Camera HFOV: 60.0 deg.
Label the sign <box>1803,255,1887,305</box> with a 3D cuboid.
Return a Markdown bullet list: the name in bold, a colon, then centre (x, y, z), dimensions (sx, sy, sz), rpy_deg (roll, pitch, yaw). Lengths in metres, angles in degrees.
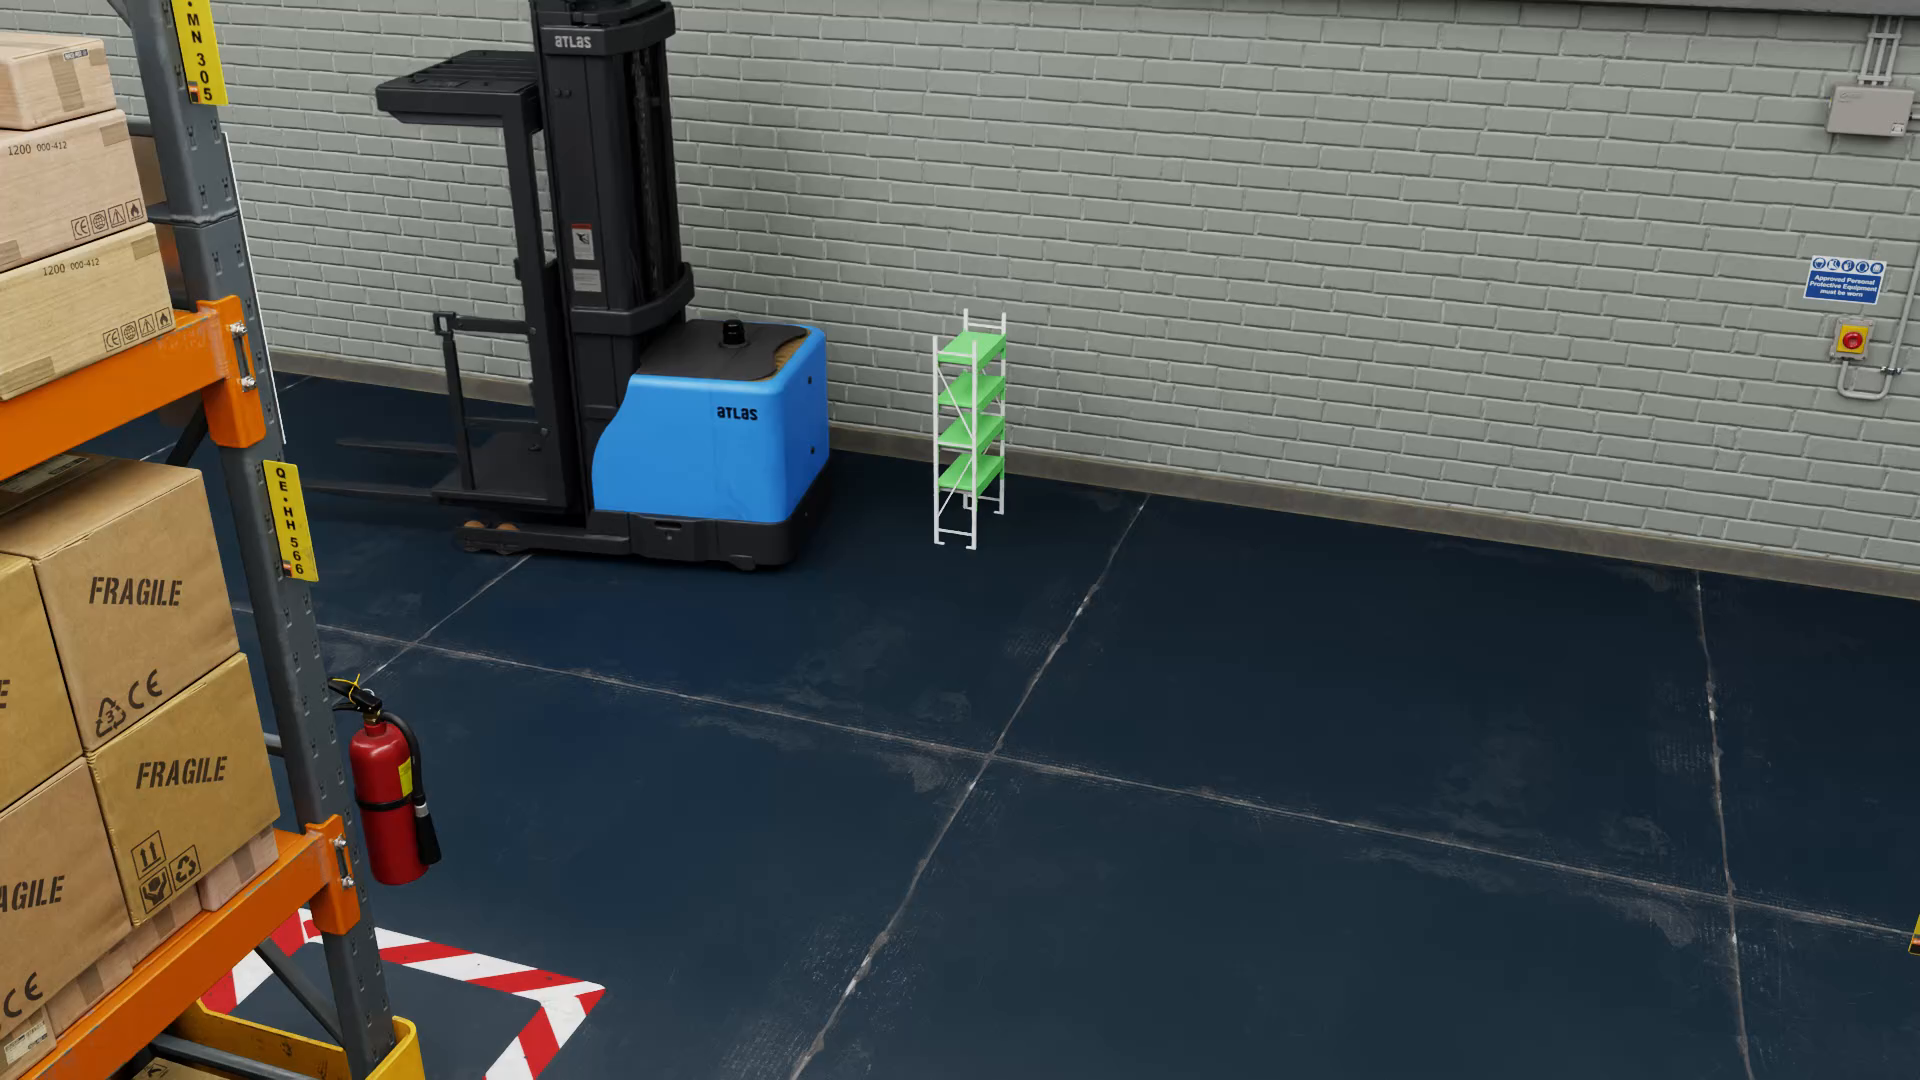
- **sign**: centre (4.320, -1.269, 8.120), dimensions (0.327, 0.218, 0.001), rpy_deg (9, 27, 17)

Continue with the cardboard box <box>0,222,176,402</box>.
- **cardboard box**: centre (-2.113, -0.529, 3.630), dimensions (0.500, 0.250, 0.500), rpy_deg (8, 27, 16)

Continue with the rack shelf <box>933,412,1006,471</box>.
- **rack shelf**: centre (0.055, -0.551, 9.157), dimensions (0.258, 0.148, 0.480), rpy_deg (9, 27, 17)

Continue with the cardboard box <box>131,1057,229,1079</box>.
- **cardboard box**: centre (-2.148, 1.609, 4.591), dimensions (0.380, 0.149, 0.250), rpy_deg (9, 27, 18)

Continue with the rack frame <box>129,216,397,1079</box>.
- **rack frame**: centre (-2.211, 0.529, 4.716), dimensions (1.000, 3.000, 0.127), rpy_deg (9, 27, 17)

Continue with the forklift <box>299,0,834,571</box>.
- **forklift**: centre (-2.301, -1.459, 8.899), dimensions (3.031, 2.935, 1.130), rpy_deg (5, 26, 10)

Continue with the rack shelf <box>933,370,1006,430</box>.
- **rack shelf**: centre (0.055, -0.767, 9.052), dimensions (0.258, 0.148, 0.480), rpy_deg (9, 27, 17)

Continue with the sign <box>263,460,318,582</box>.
- **sign**: centre (-1.694, -0.046, 4.212), dimensions (0.100, 0.325, 0.005), rpy_deg (9, 27, 17)

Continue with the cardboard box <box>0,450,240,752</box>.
- **cardboard box**: centre (-2.129, 0.124, 3.949), dimensions (0.500, 0.500, 0.500), rpy_deg (8, 27, 16)

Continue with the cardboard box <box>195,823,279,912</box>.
- **cardboard box**: centre (-2.053, 0.817, 4.410), dimensions (0.380, 0.149, 0.250), rpy_deg (9, 27, 18)

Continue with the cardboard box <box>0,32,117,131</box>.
- **cardboard box**: centre (-2.045, -0.979, 3.529), dimensions (0.380, 0.149, 0.250), rpy_deg (9, 27, 17)

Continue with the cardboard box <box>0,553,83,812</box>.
- **cardboard box**: centre (-2.297, 0.332, 3.519), dimensions (0.500, 0.500, 0.500), rpy_deg (8, 27, 16)

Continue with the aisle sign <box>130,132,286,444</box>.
- **aisle sign**: centre (-1.904, -0.628, 4.122), dimensions (0.394, 0.787, 0.004), rpy_deg (9, 27, 17)

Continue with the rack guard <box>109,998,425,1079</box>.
- **rack guard**: centre (-2.236, 1.685, 5.196), dimensions (1.175, 0.500, 0.348), rpy_deg (9, 27, 17)

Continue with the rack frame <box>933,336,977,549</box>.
- **rack frame**: centre (-0.026, -0.508, 8.922), dimensions (0.240, 1.200, 0.015), rpy_deg (9, 27, 17)

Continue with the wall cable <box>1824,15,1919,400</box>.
- **wall cable**: centre (4.345, -1.587, 7.884), dimensions (0.585, 1.953, 0.123), rpy_deg (9, 27, 17)

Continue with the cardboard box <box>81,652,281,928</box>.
- **cardboard box**: centre (-2.118, 0.572, 4.171), dimensions (0.500, 0.500, 0.500), rpy_deg (9, 27, 18)

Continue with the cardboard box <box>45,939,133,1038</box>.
- **cardboard box**: centre (-2.240, 1.019, 3.992), dimensions (0.380, 0.149, 0.250), rpy_deg (8, 27, 17)

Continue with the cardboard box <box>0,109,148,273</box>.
- **cardboard box**: centre (-2.124, -0.753, 3.519), dimensions (0.500, 0.250, 0.500), rpy_deg (8, 27, 16)

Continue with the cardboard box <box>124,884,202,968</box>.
- **cardboard box**: centre (-2.171, 0.913, 4.210), dimensions (0.380, 0.149, 0.250), rpy_deg (9, 27, 17)

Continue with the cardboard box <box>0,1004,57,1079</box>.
- **cardboard box**: centre (-2.303, 1.127, 3.769), dimensions (0.380, 0.149, 0.250), rpy_deg (9, 27, 19)

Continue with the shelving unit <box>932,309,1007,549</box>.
- **shelving unit**: centre (0.055, -0.608, 9.129), dimensions (0.258, 1.200, 0.503), rpy_deg (9, 27, 17)

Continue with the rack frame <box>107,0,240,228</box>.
- **rack frame**: centre (-2.211, -2.172, 3.409), dimensions (1.000, 3.000, 0.127), rpy_deg (9, 27, 17)

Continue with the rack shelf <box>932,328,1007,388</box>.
- **rack shelf**: centre (0.055, -0.983, 8.948), dimensions (0.258, 0.148, 0.480), rpy_deg (9, 27, 17)

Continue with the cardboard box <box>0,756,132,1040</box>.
- **cardboard box**: centre (-2.294, 0.783, 3.736), dimensions (0.500, 0.500, 0.500), rpy_deg (8, 27, 17)

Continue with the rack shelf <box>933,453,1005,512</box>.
- **rack shelf**: centre (0.055, -0.335, 9.261), dimensions (0.258, 0.148, 0.480), rpy_deg (9, 27, 17)

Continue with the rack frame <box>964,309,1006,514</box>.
- **rack frame**: centre (0.136, -0.708, 9.336), dimensions (0.240, 1.200, 0.015), rpy_deg (9, 27, 17)

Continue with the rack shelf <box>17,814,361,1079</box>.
- **rack shelf**: centre (-2.877, 1.674, 3.175), dimensions (1.077, 0.370, 4.000), rpy_deg (9, 27, 17)

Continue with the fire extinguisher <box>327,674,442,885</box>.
- **fire extinguisher**: centre (-1.692, 0.695, 4.890), dimensions (0.296, 0.674, 0.183), rpy_deg (9, 27, 17)

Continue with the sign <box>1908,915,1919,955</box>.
- **sign**: centre (1.969, 0.697, 3.285), dimensions (0.100, 0.325, 0.005), rpy_deg (9, 27, 17)

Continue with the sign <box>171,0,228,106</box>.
- **sign**: centre (-1.694, -1.131, 3.686), dimensions (0.100, 0.325, 0.005), rpy_deg (9, 27, 17)

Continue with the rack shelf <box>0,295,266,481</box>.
- **rack shelf**: centre (-2.877, 0.324, 2.522), dimensions (1.077, 0.370, 4.000), rpy_deg (9, 27, 17)
